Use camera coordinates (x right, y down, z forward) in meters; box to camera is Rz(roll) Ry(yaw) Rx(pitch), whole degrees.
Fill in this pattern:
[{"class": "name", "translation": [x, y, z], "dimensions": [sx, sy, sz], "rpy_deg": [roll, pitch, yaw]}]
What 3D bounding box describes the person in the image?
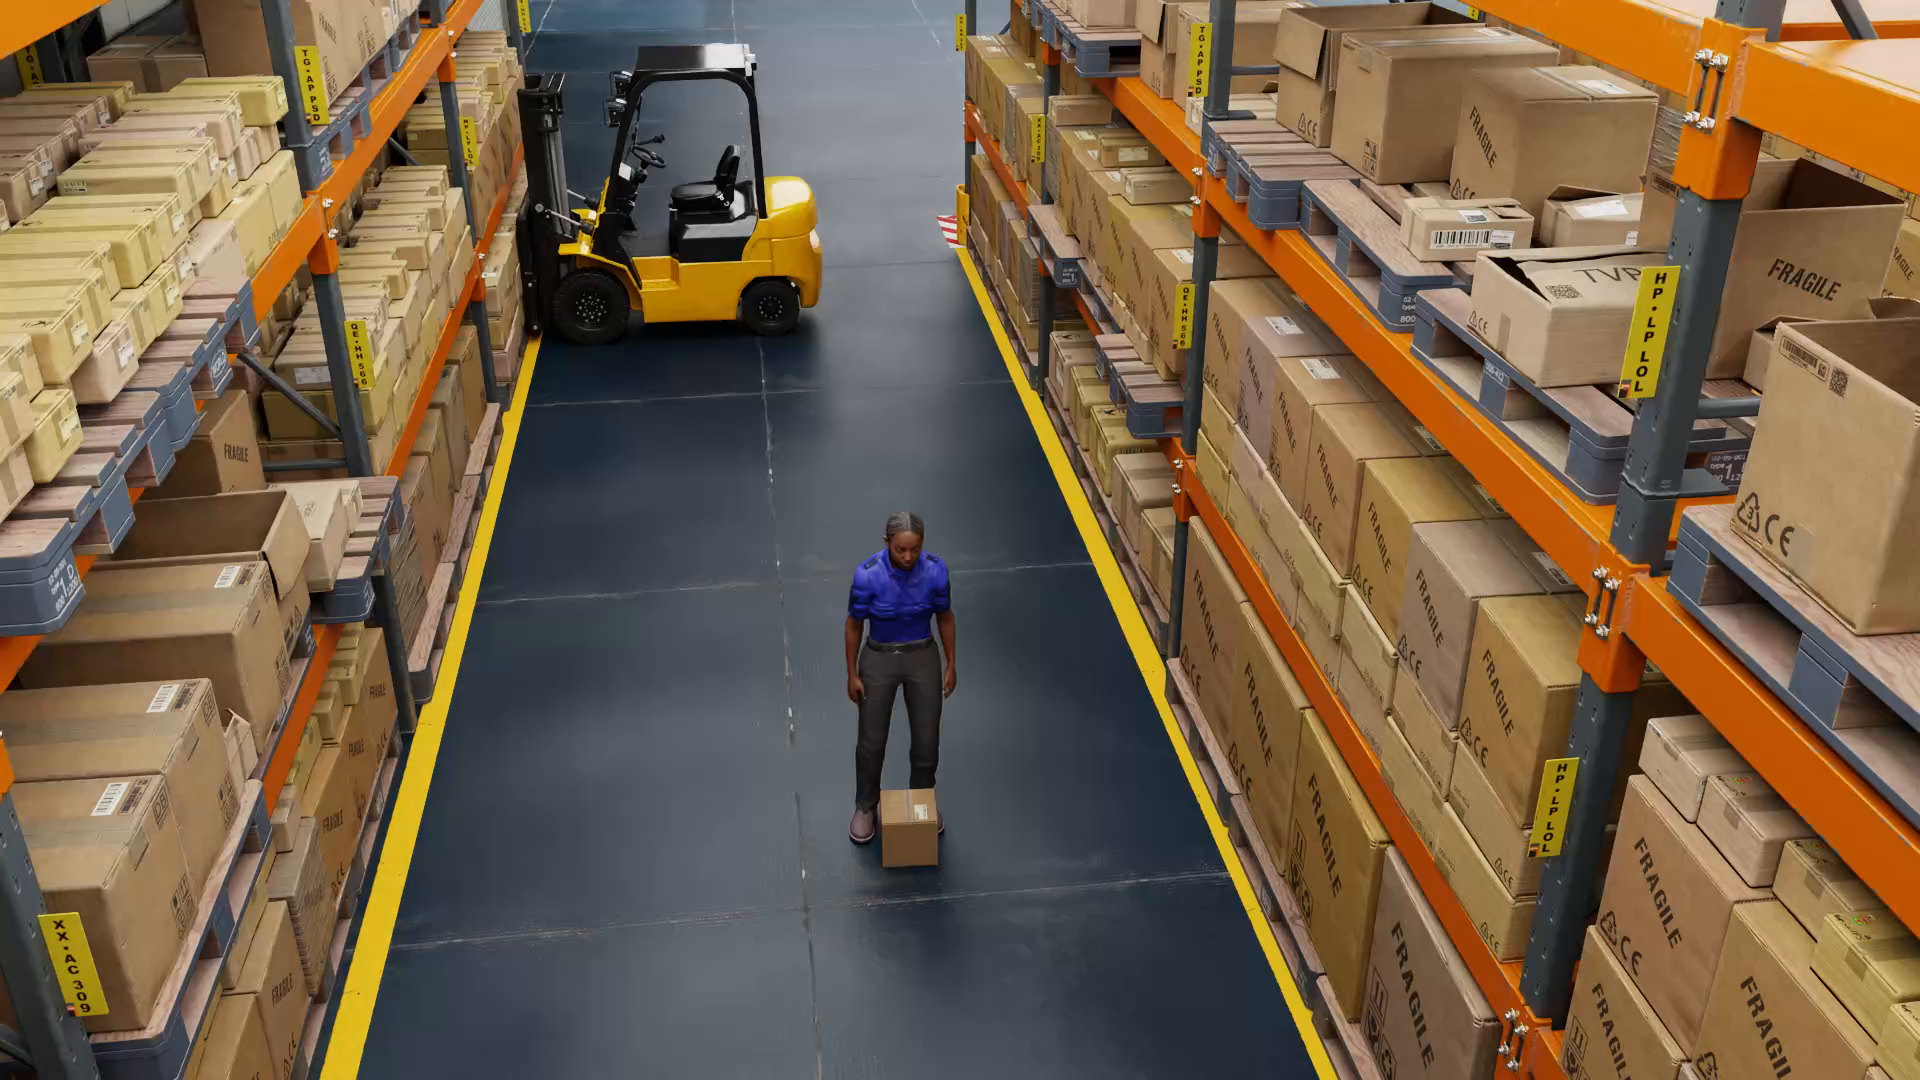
[{"class": "person", "translation": [-0.273, 0.588, 7.486], "dimensions": [0.523, 1.655, 0.351], "rpy_deg": [-4, 28, -8]}]
